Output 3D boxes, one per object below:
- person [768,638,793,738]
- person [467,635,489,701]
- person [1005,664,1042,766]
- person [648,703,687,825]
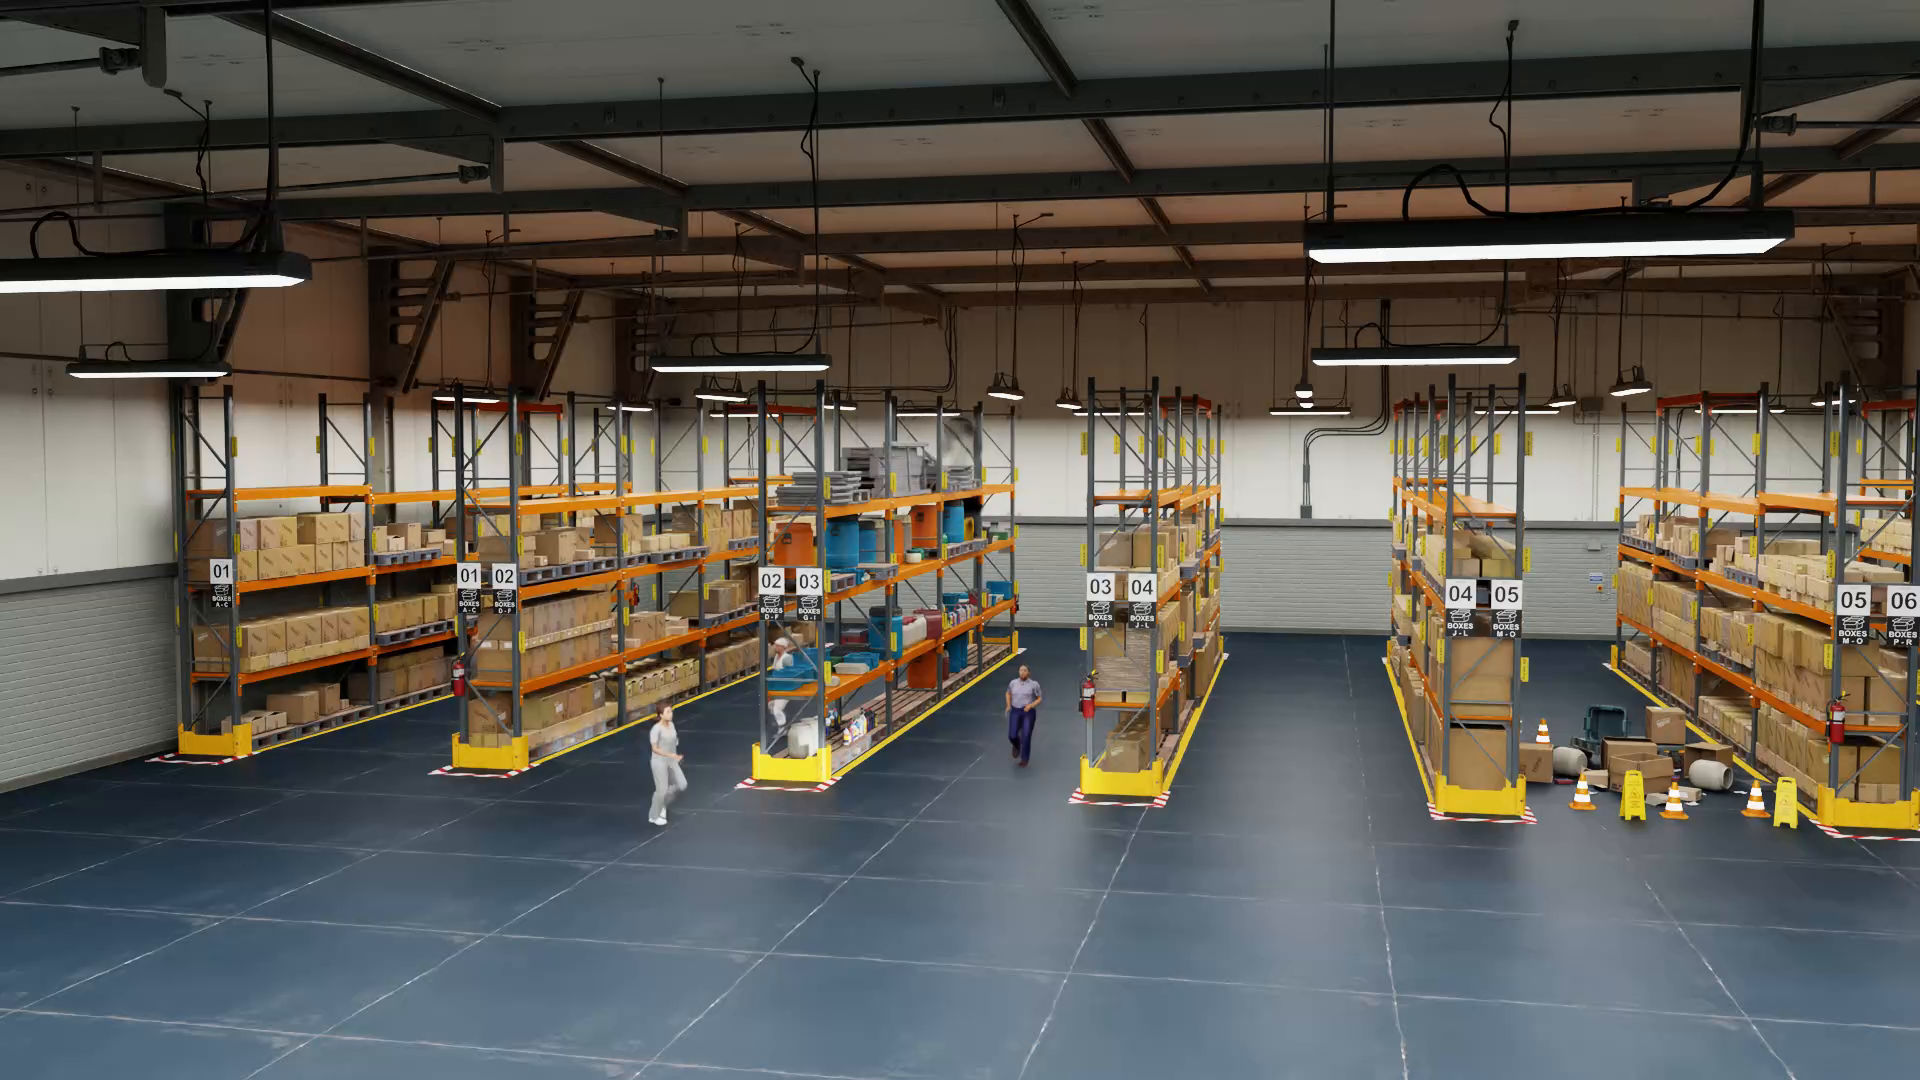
[{"bbox_3d":[-3.108,2.512,28.655,0.795,1.666,0.524,3,4,44],"label":"person"},{"bbox_3d":[-8.400,2.515,28.907,0.724,1.744,0.645,0,3,5],"label":"person"},{"bbox_3d":[0.981,2.752,26.071,0.614,1.586,0.548,1,3,15],"label":"person"},{"bbox_3d":[-3.866,2.957,21.960,0.636,1.624,0.543,2,4,32],"label":"person"}]
